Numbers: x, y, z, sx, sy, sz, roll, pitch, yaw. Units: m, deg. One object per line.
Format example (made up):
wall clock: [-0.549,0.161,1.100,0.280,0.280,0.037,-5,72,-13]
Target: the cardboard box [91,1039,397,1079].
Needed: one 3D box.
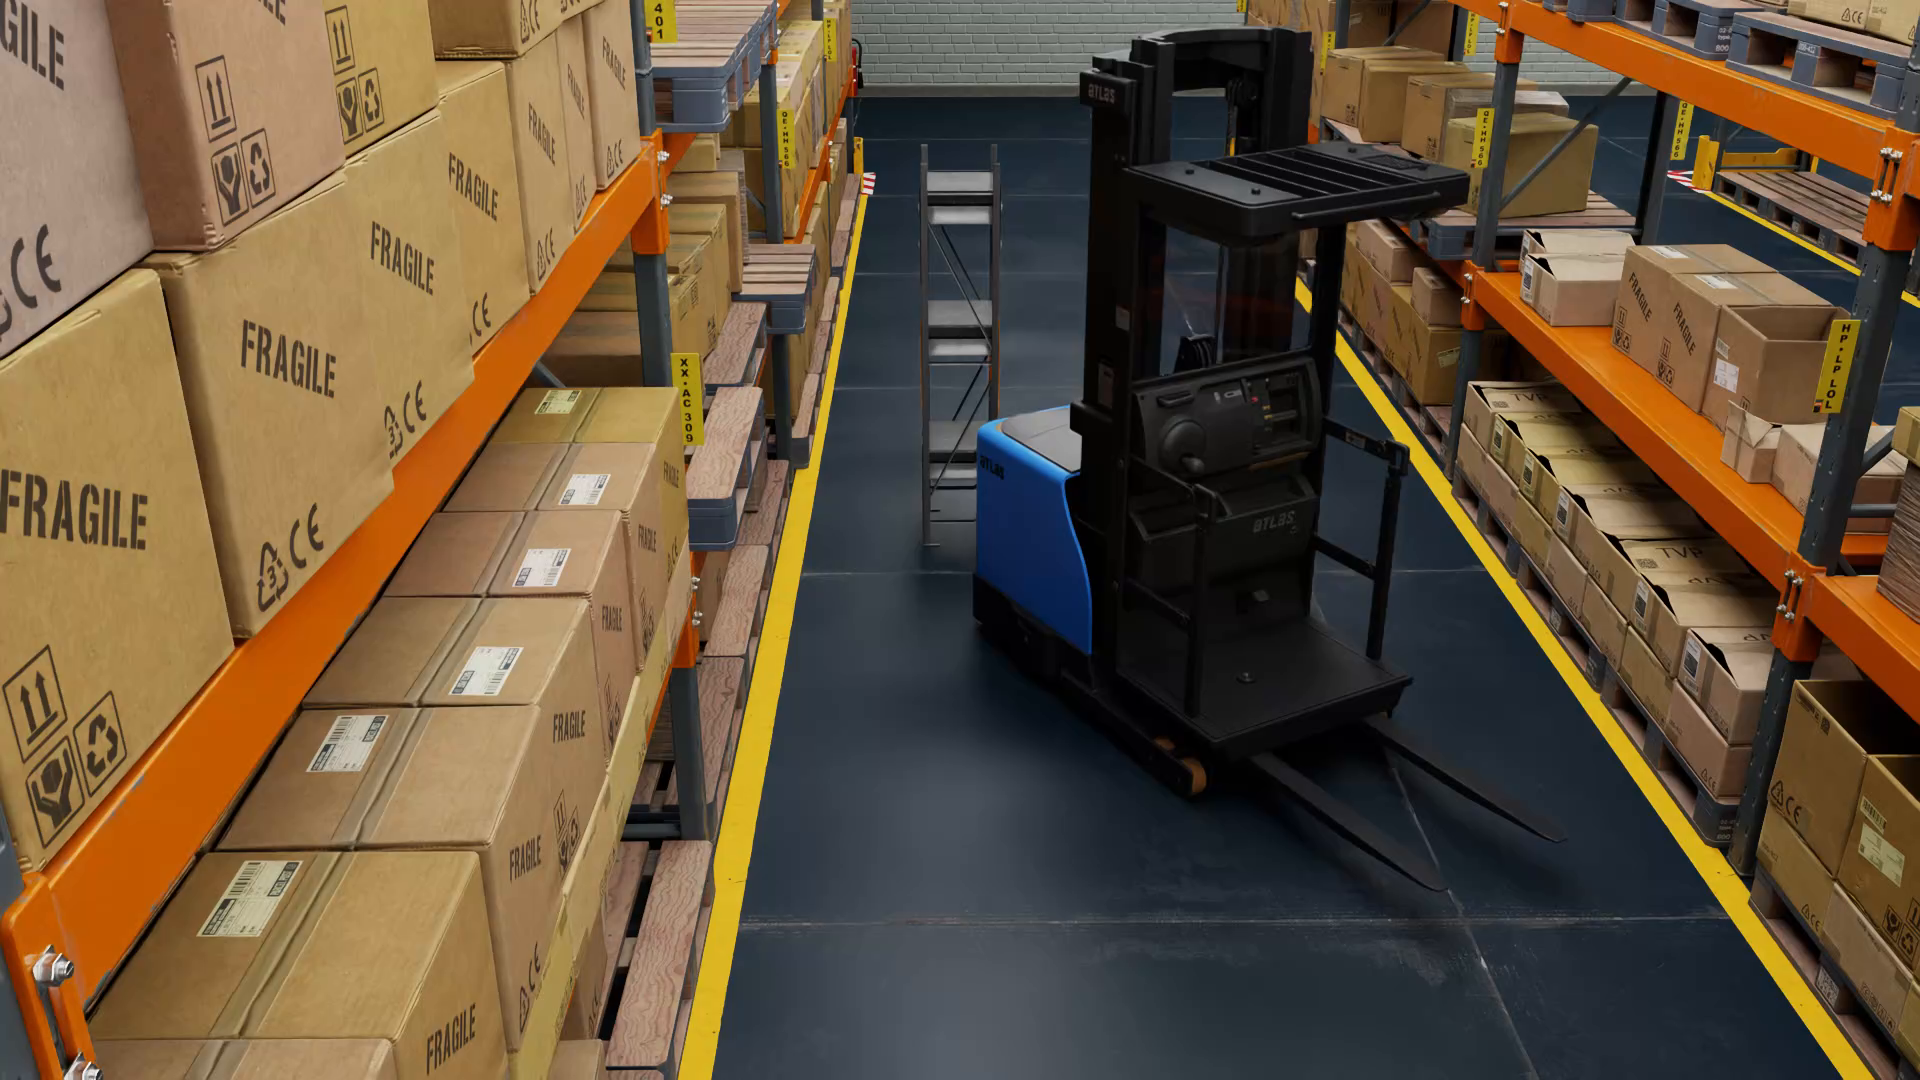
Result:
cardboard box: [-1.124,1.095,2.436,0.500,0.500,0.500,0,24,0]

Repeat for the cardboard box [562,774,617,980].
cardboard box: [-1.130,0.800,3.998,0.500,0.250,0.500,0,24,0]

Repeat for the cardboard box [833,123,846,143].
cardboard box: [-1.299,-3.920,16.013,0.380,0.149,0.250,0,24,1]

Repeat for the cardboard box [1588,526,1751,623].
cardboard box: [3.184,0.124,7.482,0.500,0.311,0.500,0,24,-1]

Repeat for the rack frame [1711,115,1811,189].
rack frame: [8.313,-5.062,16.802,1.000,3.000,0.127,0,24,-1]

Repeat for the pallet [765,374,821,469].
pallet: [-1.440,-0.775,10.708,1.003,0.211,1.213,0,24,-1]

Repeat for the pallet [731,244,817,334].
pallet: [-1.392,-1.340,8.806,1.213,0.211,1.003,0,24,-1]

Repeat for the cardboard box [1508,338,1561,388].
cardboard box: [3.728,-0.995,10.309,0.500,0.500,0.500,1,24,2]

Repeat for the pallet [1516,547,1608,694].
pallet: [3.427,0.367,8.183,1.003,0.211,1.213,0,24,-1]

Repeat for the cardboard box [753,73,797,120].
cardboard box: [-1.260,-2.662,10.080,0.500,0.250,0.500,-1,24,-1]

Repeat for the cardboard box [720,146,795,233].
cardboard box: [-1.256,-2.112,9.774,0.500,0.500,0.500,0,24,1]

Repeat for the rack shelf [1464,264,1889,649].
rack shelf: [3.469,-0.593,7.793,1.077,0.370,4.000,0,24,-1]

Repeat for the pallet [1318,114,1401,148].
pallet: [3.303,-2.975,12.422,1.003,0.211,1.213,0,24,-1]

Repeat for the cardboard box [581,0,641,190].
cardboard box: [-1.210,-1.286,4.667,0.500,0.500,0.500,0,24,1]

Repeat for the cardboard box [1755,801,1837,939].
cardboard box: [3.192,1.158,5.877,0.500,0.250,0.500,0,24,-1]

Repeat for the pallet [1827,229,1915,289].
pallet: [8.309,-2.446,14.401,1.003,0.211,1.213,0,24,-1]

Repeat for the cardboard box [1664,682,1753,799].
cardboard box: [3.196,0.796,6.678,0.500,0.250,0.500,0,24,-1]

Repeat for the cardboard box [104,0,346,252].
cardboard box: [-1.136,-0.668,2.088,0.500,0.500,0.500,-1,24,-1]

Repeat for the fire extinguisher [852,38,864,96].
fire extinguisher: [-1.134,-4.876,16.938,0.296,0.674,0.183,0,24,-1]

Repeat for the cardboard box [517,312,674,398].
cardboard box: [-1.434,-0.528,6.123,0.700,0.500,0.500,0,24,0]

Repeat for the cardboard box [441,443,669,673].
cardboard box: [-1.137,0.044,4.760,0.500,0.500,0.500,0,24,-1]

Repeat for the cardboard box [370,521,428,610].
cardboard box: [-1.665,0.258,4.287,0.500,0.500,0.500,0,24,1]

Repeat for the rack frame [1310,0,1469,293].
rack frame: [3.403,-3.393,13.111,1.000,3.000,0.127,0,24,-1]

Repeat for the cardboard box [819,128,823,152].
cardboard box: [-1.237,-3.022,12.572,0.380,0.149,0.250,0,24,0]

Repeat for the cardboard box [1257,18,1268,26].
cardboard box: [3.112,-4.690,15.858,0.500,0.500,0.500,0,24,-1]

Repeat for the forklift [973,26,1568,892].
forklift: [1.238,-0.487,6.769,1.130,2.935,3.031,-13,28,-27]

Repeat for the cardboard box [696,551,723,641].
cardboard box: [-1.509,0.140,7.801,0.700,0.500,0.500,0,24,0]

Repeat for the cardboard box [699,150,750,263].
cardboard box: [-1.491,-1.773,8.875,0.700,0.500,0.500,-3,25,-7]

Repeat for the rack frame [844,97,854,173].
rack frame: [-1.594,-5.017,16.703,1.000,3.000,0.127,0,24,-1]

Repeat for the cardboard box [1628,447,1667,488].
cardboard box: [3.714,-0.302,8.423,0.500,0.311,0.500,0,24,-1]

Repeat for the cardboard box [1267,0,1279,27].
cardboard box: [3.114,-4.937,15.190,0.500,0.500,0.500,0,24,0]

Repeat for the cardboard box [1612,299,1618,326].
cardboard box: [3.517,-1.105,8.358,0.380,0.149,0.250,2,24,3]

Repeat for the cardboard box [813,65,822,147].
cardboard box: [-1.278,-3.160,12.090,0.500,0.500,0.500,0,24,0]

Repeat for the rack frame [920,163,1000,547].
rack frame: [0.001,-0.924,8.746,0.400,2.100,0.015,0,24,-1]

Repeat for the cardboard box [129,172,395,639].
cardboard box: [-1.143,-0.206,2.280,0.500,0.500,0.500,1,24,3]

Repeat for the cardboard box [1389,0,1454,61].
cardboard box: [3.679,-4.089,13.317,0.500,0.500,0.500,0,24,1]

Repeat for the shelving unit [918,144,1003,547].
shelving unit: [-0.002,-1.025,8.968,0.431,2.100,0.503,0,24,-1]

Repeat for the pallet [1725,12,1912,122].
pallet: [3.468,-1.739,6.047,0.805,0.209,1.217,-1,24,-3]

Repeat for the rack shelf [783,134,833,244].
rack shelf: [-1.528,-2.217,11.385,1.077,0.370,4.000,0,24,-1]

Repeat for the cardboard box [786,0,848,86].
cardboard box: [-1.559,-4.644,15.514,0.980,0.700,0.700,0,24,-1]

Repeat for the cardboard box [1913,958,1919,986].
cardboard box: [3.193,1.228,4.812,0.500,0.500,0.500,0,24,-1]

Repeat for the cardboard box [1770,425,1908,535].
cardboard box: [3.441,-0.231,6.302,0.500,0.250,0.500,1,24,3]

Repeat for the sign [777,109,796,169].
sign: [-0.964,-2.218,9.206,0.100,0.325,0.005,0,24,-1]

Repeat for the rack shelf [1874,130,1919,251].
rack shelf: [3.512,-0.311,3.531,1.077,0.370,4.000,0,24,-1]

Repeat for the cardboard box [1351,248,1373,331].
cardboard box: [3.180,-1.828,12.151,0.500,0.500,0.500,0,24,0]

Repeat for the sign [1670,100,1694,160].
sign: [4.002,-2.276,9.237,0.100,0.325,0.005,0,24,-1]

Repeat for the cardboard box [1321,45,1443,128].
cardboard box: [3.185,-3.433,12.570,0.700,0.500,0.500,-9,26,-18]

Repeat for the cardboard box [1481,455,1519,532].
cardboard box: [3.165,-0.259,9.009,0.500,0.250,0.500,-1,24,-2]

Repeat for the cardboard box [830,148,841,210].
cardboard box: [-1.475,-3.368,15.581,0.700,0.500,0.500,-1,24,-2]
